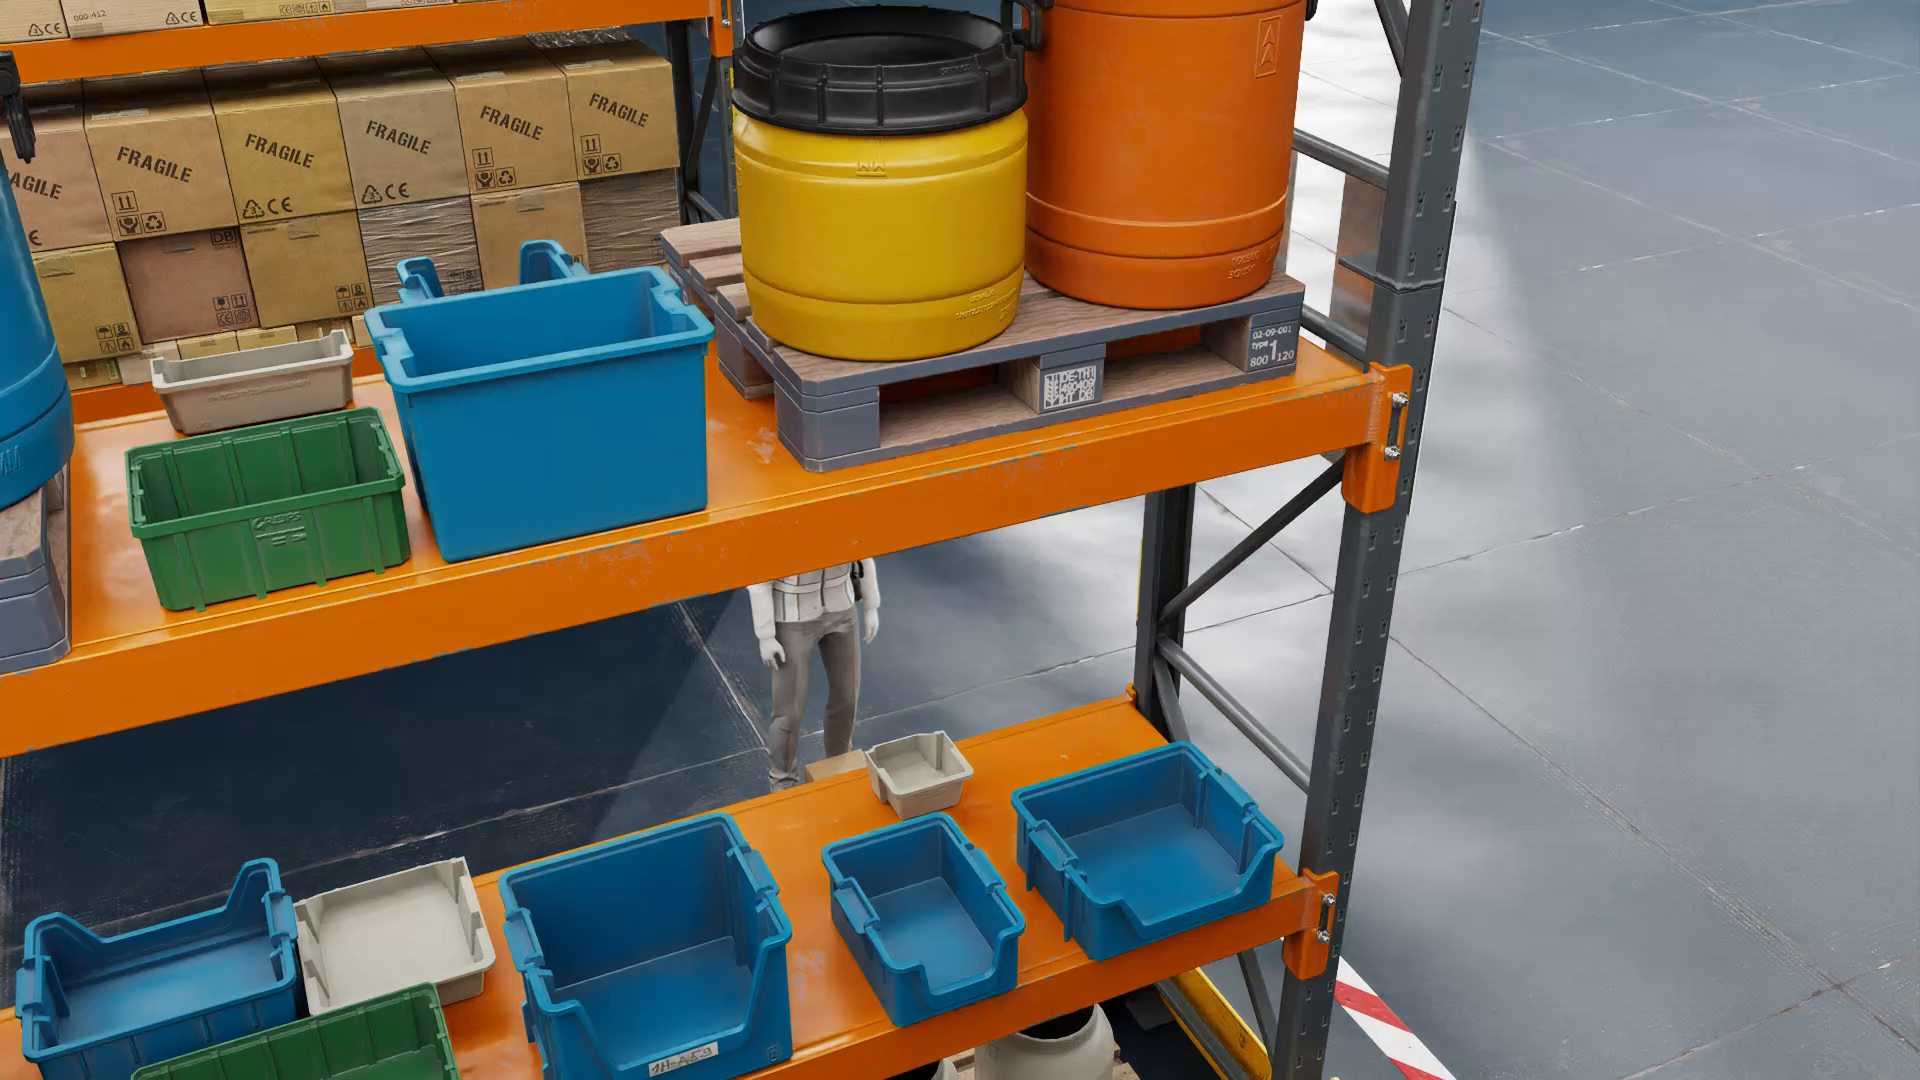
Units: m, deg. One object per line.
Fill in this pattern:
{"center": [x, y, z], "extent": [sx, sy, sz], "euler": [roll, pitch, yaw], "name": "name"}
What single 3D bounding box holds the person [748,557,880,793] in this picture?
{"center": [-0.563, 0.322, 6.555], "extent": [0.547, 1.666, 0.371], "euler": [-15, 33, -25], "name": "person"}
